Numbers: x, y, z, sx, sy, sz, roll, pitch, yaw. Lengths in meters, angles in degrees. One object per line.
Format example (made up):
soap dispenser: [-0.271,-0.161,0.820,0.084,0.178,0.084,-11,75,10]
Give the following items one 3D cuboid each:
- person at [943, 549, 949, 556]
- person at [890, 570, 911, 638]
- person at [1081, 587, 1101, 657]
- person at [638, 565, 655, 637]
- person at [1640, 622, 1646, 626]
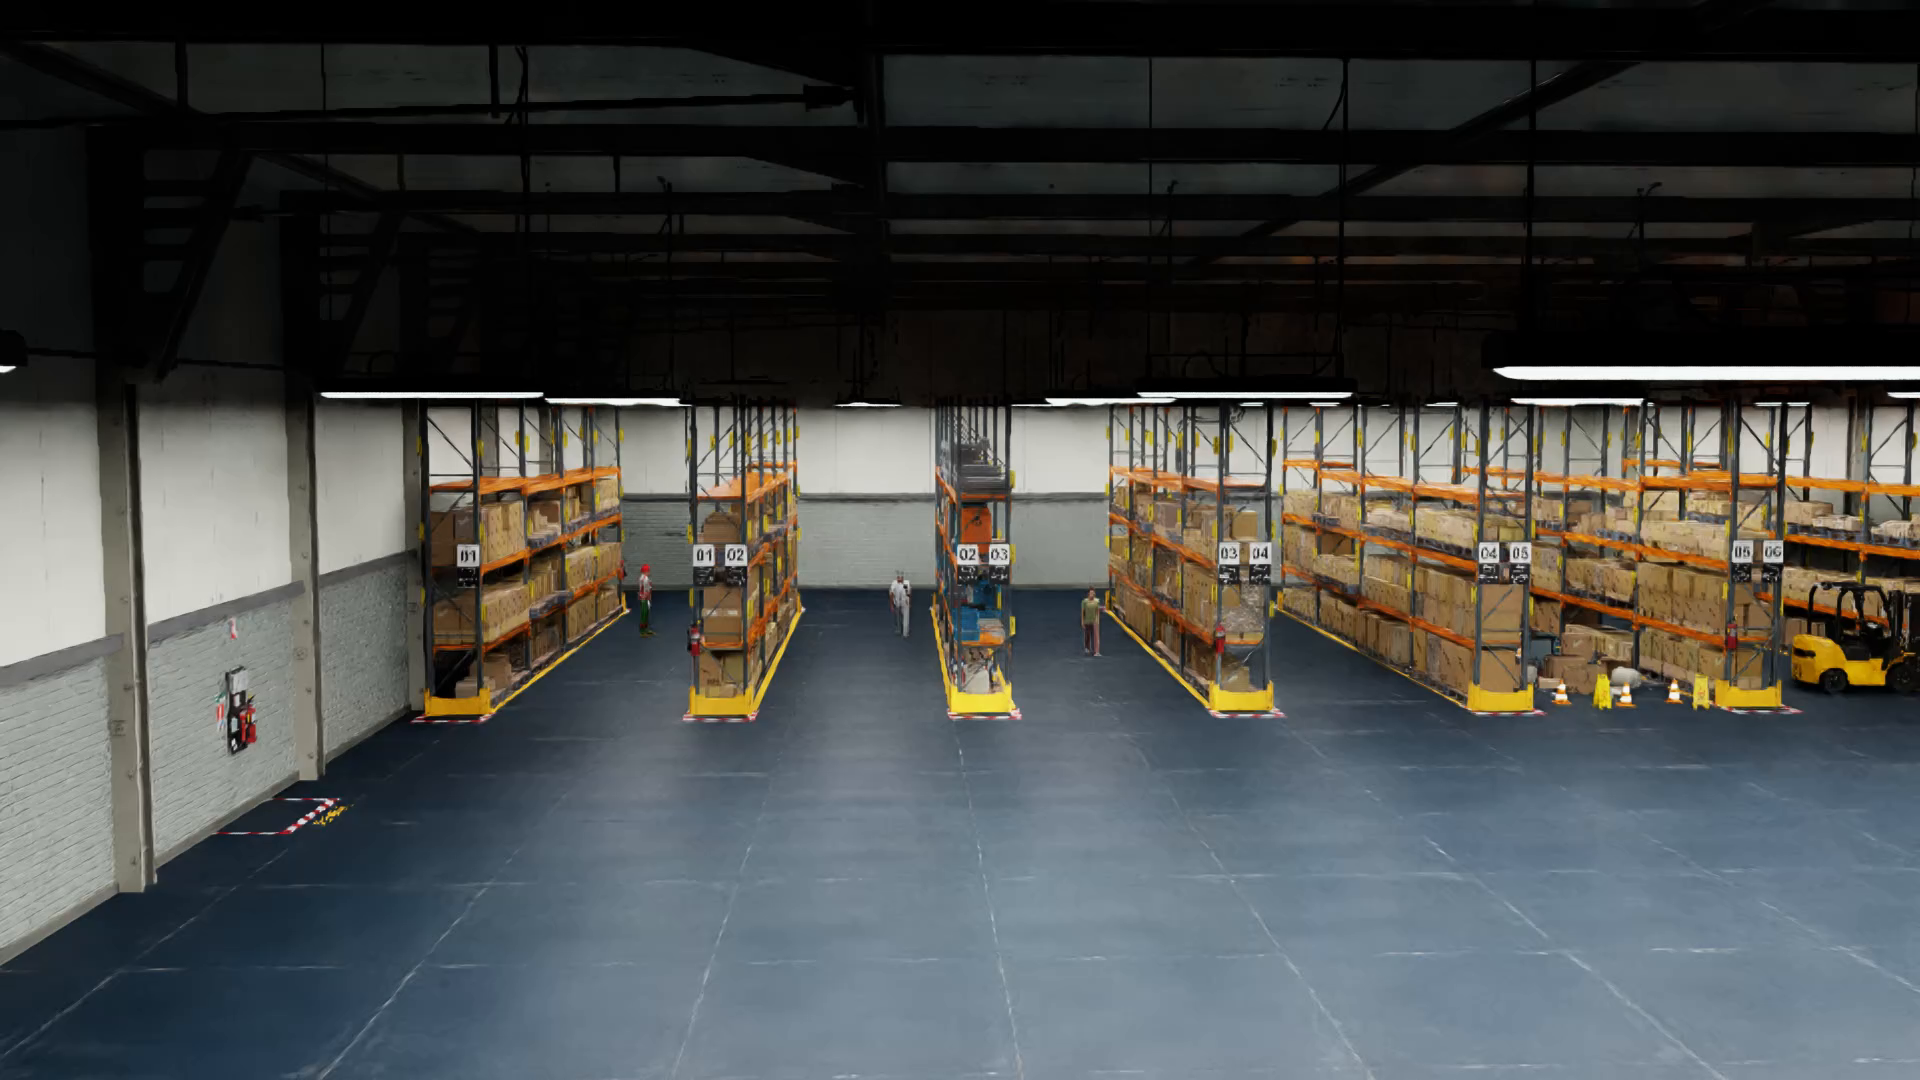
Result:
person: [-0.336,1.079,48.539,0.566,1.663,0.614,-3,5,-32]
person: [-1.499,1.590,41.752,0.542,1.664,1.126,0,4,0]
person: [3.030,1.875,38.601,0.448,1.590,1.110,0,4,0]
person: [-7.880,1.513,41.892,0.468,1.794,0.625,-2,5,-23]
person: [18.076,1.397,44.106,0.410,1.761,0.581,1,5,16]
